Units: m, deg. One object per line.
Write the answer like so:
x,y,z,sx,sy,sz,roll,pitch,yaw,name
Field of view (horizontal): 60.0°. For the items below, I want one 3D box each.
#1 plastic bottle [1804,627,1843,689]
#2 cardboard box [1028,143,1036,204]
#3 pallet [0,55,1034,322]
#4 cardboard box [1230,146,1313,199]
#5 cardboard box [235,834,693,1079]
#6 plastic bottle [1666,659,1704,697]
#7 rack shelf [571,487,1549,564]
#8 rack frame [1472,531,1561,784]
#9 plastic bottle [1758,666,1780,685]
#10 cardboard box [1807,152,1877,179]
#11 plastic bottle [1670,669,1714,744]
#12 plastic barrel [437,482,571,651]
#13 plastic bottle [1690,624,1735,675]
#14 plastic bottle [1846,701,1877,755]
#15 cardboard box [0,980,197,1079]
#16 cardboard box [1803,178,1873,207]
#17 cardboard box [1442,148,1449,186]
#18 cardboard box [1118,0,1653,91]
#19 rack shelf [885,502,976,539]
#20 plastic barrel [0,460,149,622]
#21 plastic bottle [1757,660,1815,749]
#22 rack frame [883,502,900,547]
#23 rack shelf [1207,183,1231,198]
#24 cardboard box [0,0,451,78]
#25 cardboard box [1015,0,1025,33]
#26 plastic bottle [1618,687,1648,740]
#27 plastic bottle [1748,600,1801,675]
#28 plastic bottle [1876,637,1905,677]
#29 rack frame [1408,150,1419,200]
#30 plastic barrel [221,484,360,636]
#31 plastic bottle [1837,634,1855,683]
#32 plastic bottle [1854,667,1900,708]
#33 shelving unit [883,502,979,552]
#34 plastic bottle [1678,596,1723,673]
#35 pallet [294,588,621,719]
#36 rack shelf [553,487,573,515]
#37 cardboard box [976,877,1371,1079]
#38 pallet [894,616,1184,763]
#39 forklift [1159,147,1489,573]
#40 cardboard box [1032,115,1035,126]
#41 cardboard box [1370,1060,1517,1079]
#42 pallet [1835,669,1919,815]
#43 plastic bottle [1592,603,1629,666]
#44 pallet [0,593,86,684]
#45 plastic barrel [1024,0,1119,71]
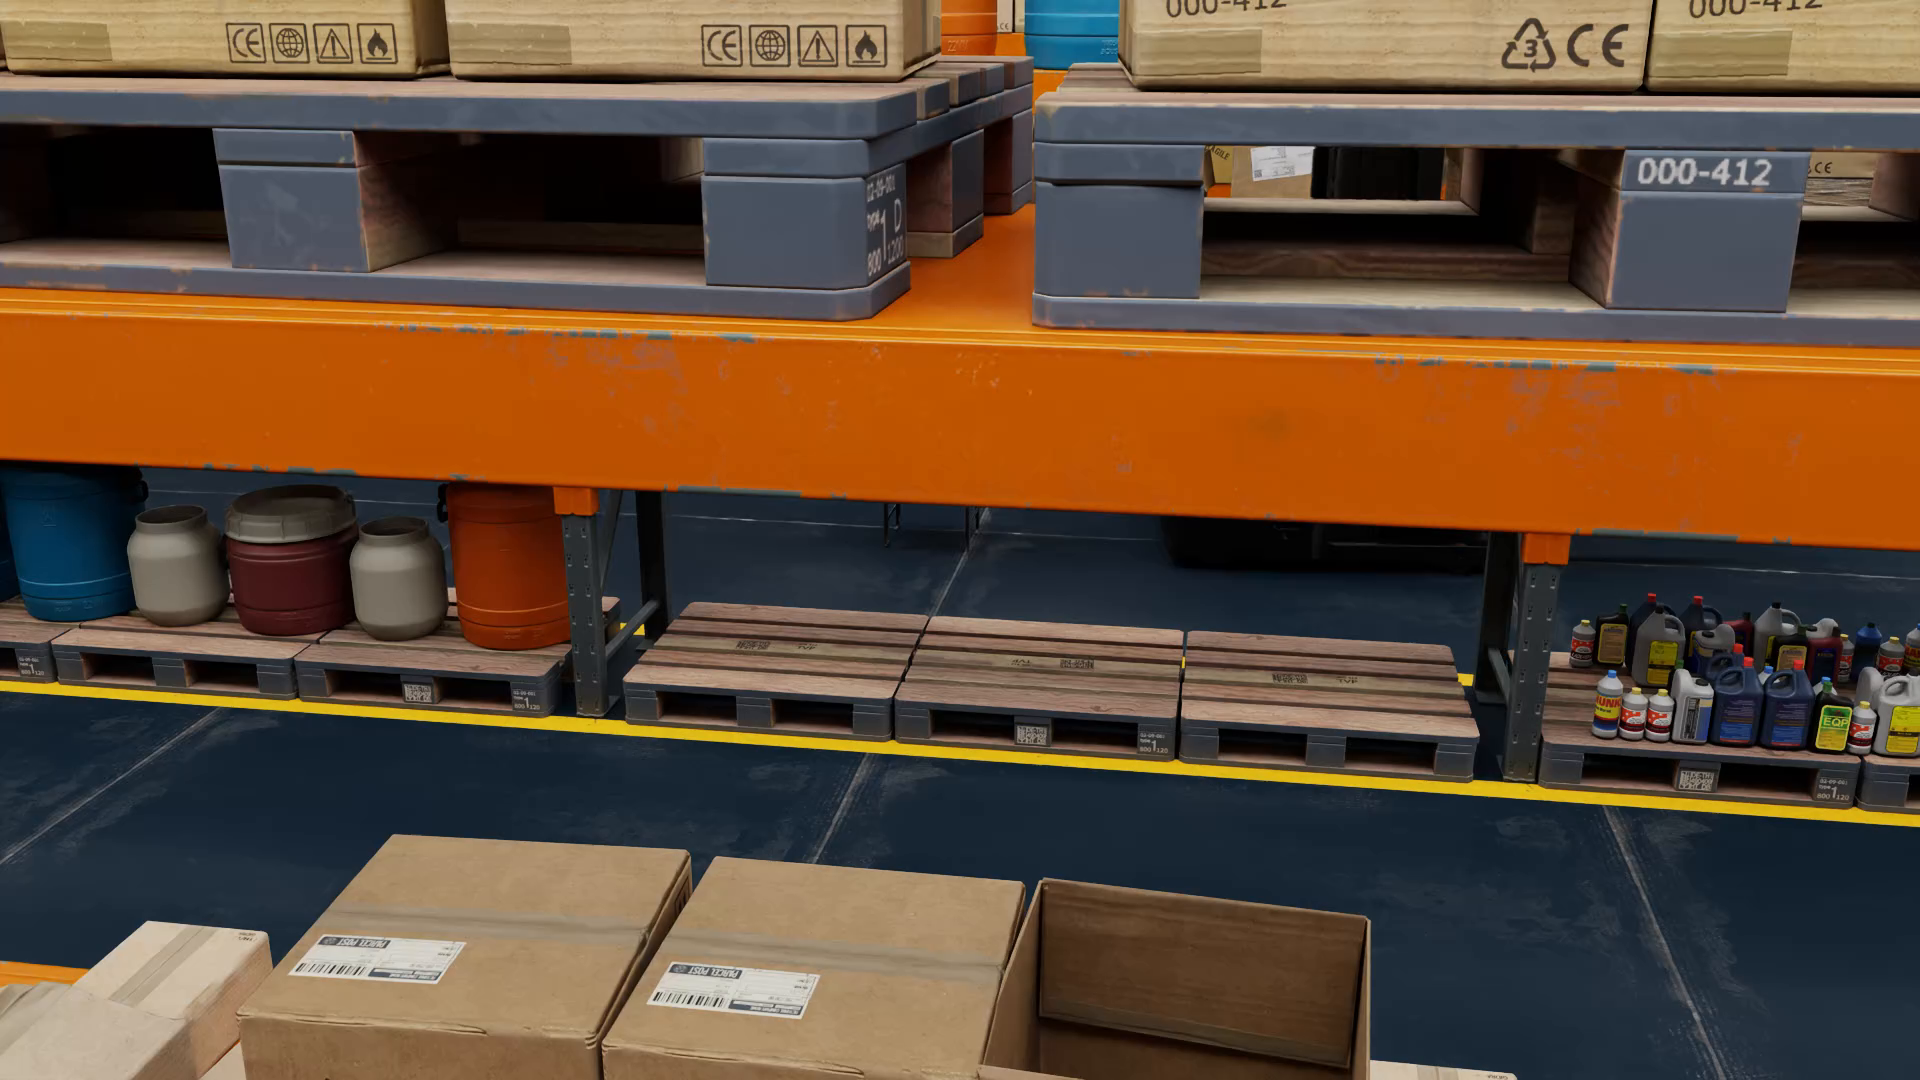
3.708,0.508,7.145,0.133,0.283,0.061,3,19,9,plastic bottle
0.318,-2.570,11.939,0.500,0.500,0.700,6,19,17,cardboard box
-0.575,-0.503,2.150,1.213,0.211,1.003,4,19,11,pallet
2.398,-2.701,11.542,1.000,1.000,1.000,3,19,9,cardboard box
-0.705,0.800,2.527,0.500,0.500,0.500,2,19,6,cardboard box
2.960,0.625,6.796,0.133,0.283,0.061,3,19,9,plastic bottle
0.400,-0.342,7.231,4.000,0.370,1.077,3,19,9,rack shelf
2.375,-0.582,6.816,0.127,3.000,1.000,3,19,9,rack frame
3.268,0.643,6.760,0.097,0.271,0.097,0,18,0,plastic bottle
5.540,-2.595,10.629,0.500,0.500,0.500,3,19,9,cardboard box
2.944,0.662,6.697,0.135,0.276,0.152,4,19,11,plastic bottle
-2.060,0.027,7.753,0.708,0.830,0.600,3,19,9,plastic barrel
3.247,0.500,7.180,0.135,0.276,0.152,3,19,9,plastic bottle
3.568,0.738,6.587,0.097,0.201,0.097,0,18,0,plastic bottle
-1.511,0.916,2.479,0.500,0.311,0.500,3,19,8,cardboard box
5.572,-2.184,10.976,0.500,0.500,0.875,3,19,9,cardboard box
4.413,-3.739,16.014,0.550,0.550,0.875,3,19,9,cardboard box
0.436,-0.642,1.841,0.500,0.250,0.500,1,19,3,cardboard box
-0.163,-0.327,9.721,0.480,0.518,0.431,3,19,9,rack shelf
-4.290,-0.121,8.081,0.708,0.901,0.600,3,19,9,plastic barrel
3.292,0.645,6.628,0.185,0.351,0.144,2,19,6,plastic bottle
-0.404,-1.016,9.532,0.015,2.100,0.400,3,19,9,rack frame
2.072,-3.442,16.497,4.000,0.370,1.077,3,19,9,rack shelf
-0.823,-0.724,2.087,0.500,0.250,0.500,3,19,8,cardboard box
0.651,-3.534,11.148,0.500,0.250,0.500,3,19,10,cardboard box
2.720,0.695,6.716,0.097,0.201,0.097,0,18,0,plastic bottle
3.565,0.433,7.262,0.185,0.351,0.144,3,19,8,plastic bottle
4.049,0.521,7.234,0.097,0.201,0.097,0,18,0,plastic bottle
3.161,-2.134,11.453,0.127,3.000,1.000,3,19,9,rack frame
-3.175,0.085,7.961,0.708,0.588,0.600,3,19,9,plastic barrel
3.846,0.511,7.265,0.097,0.201,0.097,0,18,0,plastic bottle
3.711,0.655,6.718,0.135,0.276,0.152,3,19,9,plastic bottle
-0.163,-1.004,9.495,0.503,2.100,0.431,3,19,9,shelving unit
3.246,0.417,7.311,0.185,0.351,0.144,2,19,6,plastic bottle
-2.359,0.512,7.940,1.213,0.211,1.003,3,19,9,pallet
-3.549,-0.543,7.833,4.000,0.370,1.077,3,19,9,rack shelf
0.310,0.852,2.373,0.500,0.500,0.500,4,19,13,cardboard box
0.385,0.652,7.521,1.213,0.211,1.003,3,19,9,pallet
2.706,-1.379,9.304,3.031,2.935,1.130,1,19,2,forklift
0.539,-4.380,16.433,0.500,0.500,0.700,3,19,8,cardboard box
0.743,0.980,2.543,0.250,0.149,0.380,3,19,9,cardboard box
4.239,0.848,6.937,1.213,0.211,1.003,3,19,9,pallet
2.902,0.418,7.414,0.133,0.283,0.061,4,19,11,plastic bottle
-4.769,0.389,8.307,1.213,0.211,1.003,3,19,9,pallet
0.547,-2.266,6.330,0.708,0.901,0.600,3,19,9,plastic barrel
